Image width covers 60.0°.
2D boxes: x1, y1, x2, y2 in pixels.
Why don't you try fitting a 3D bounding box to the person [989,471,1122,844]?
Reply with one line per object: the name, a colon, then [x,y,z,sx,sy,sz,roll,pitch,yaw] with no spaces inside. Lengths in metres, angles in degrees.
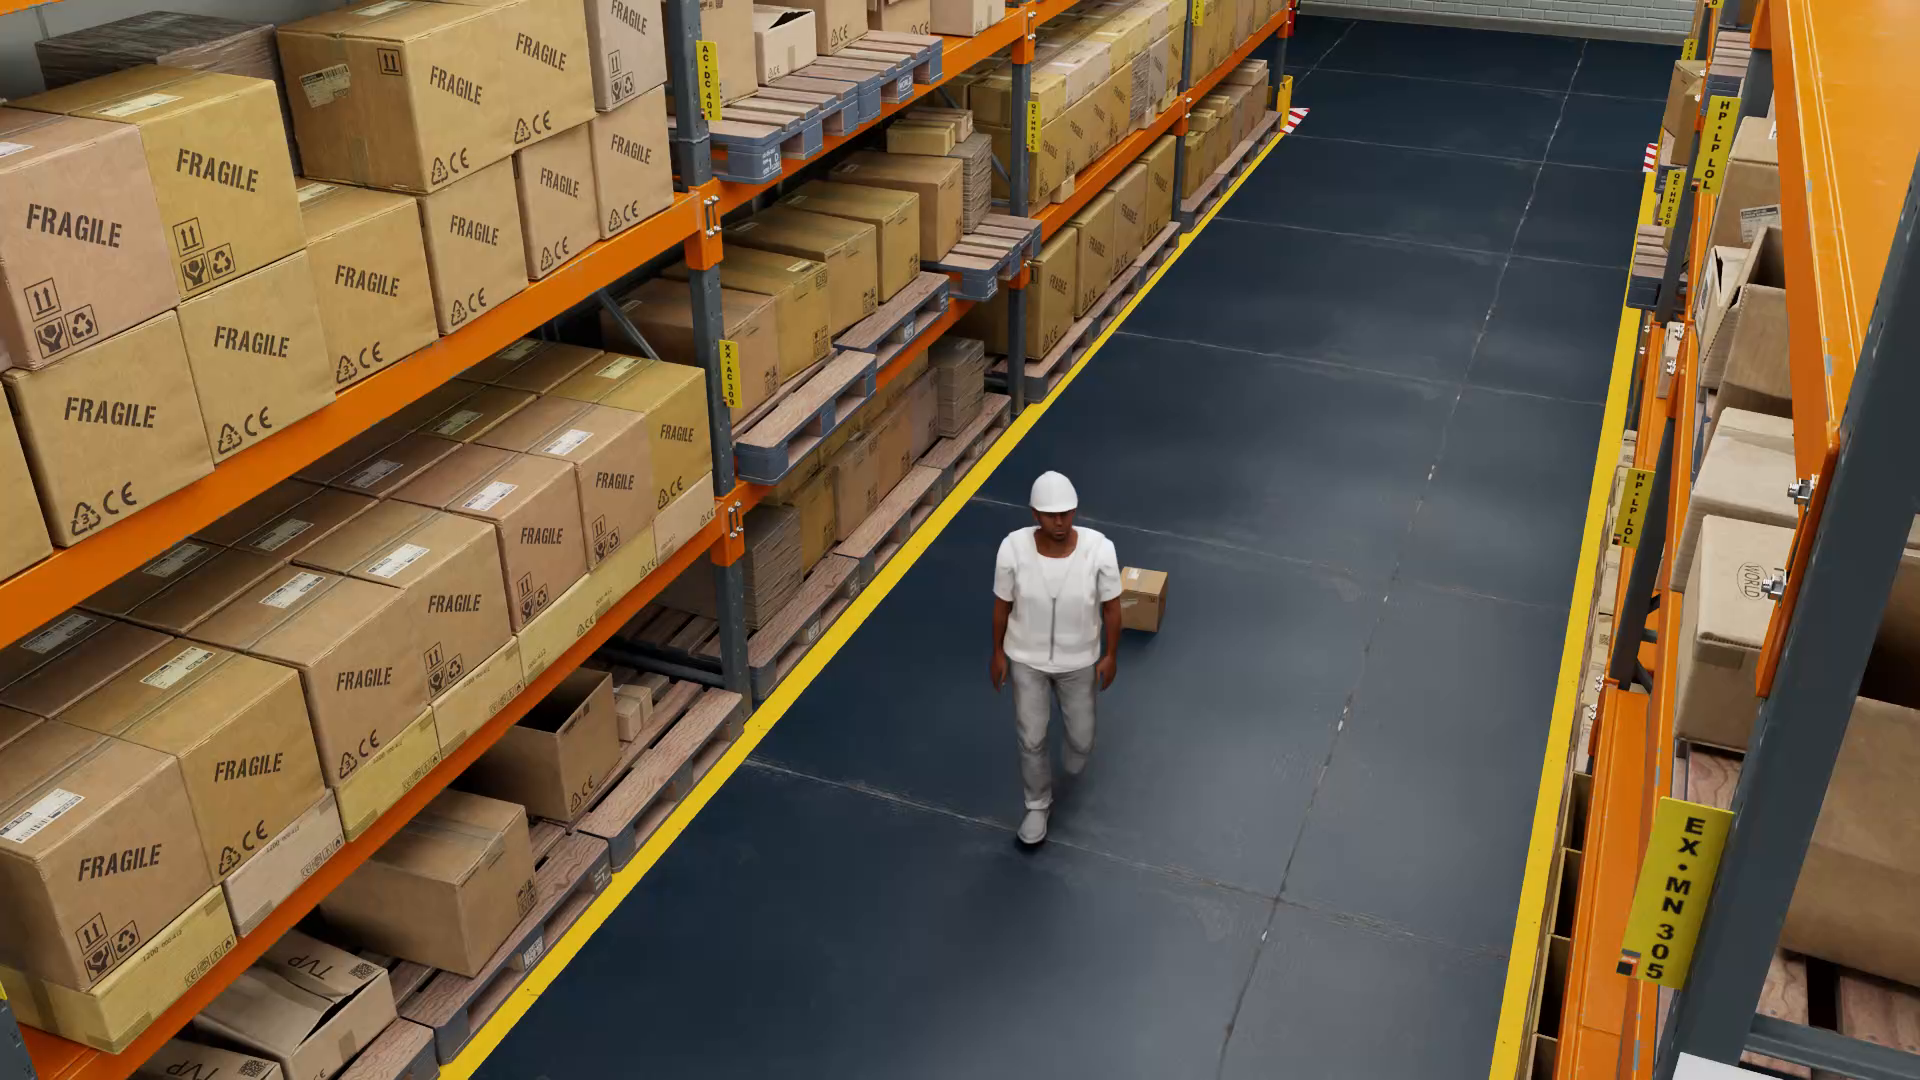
person: [0.425,0.496,7.469,0.588,1.748,0.686,2,30,4]
